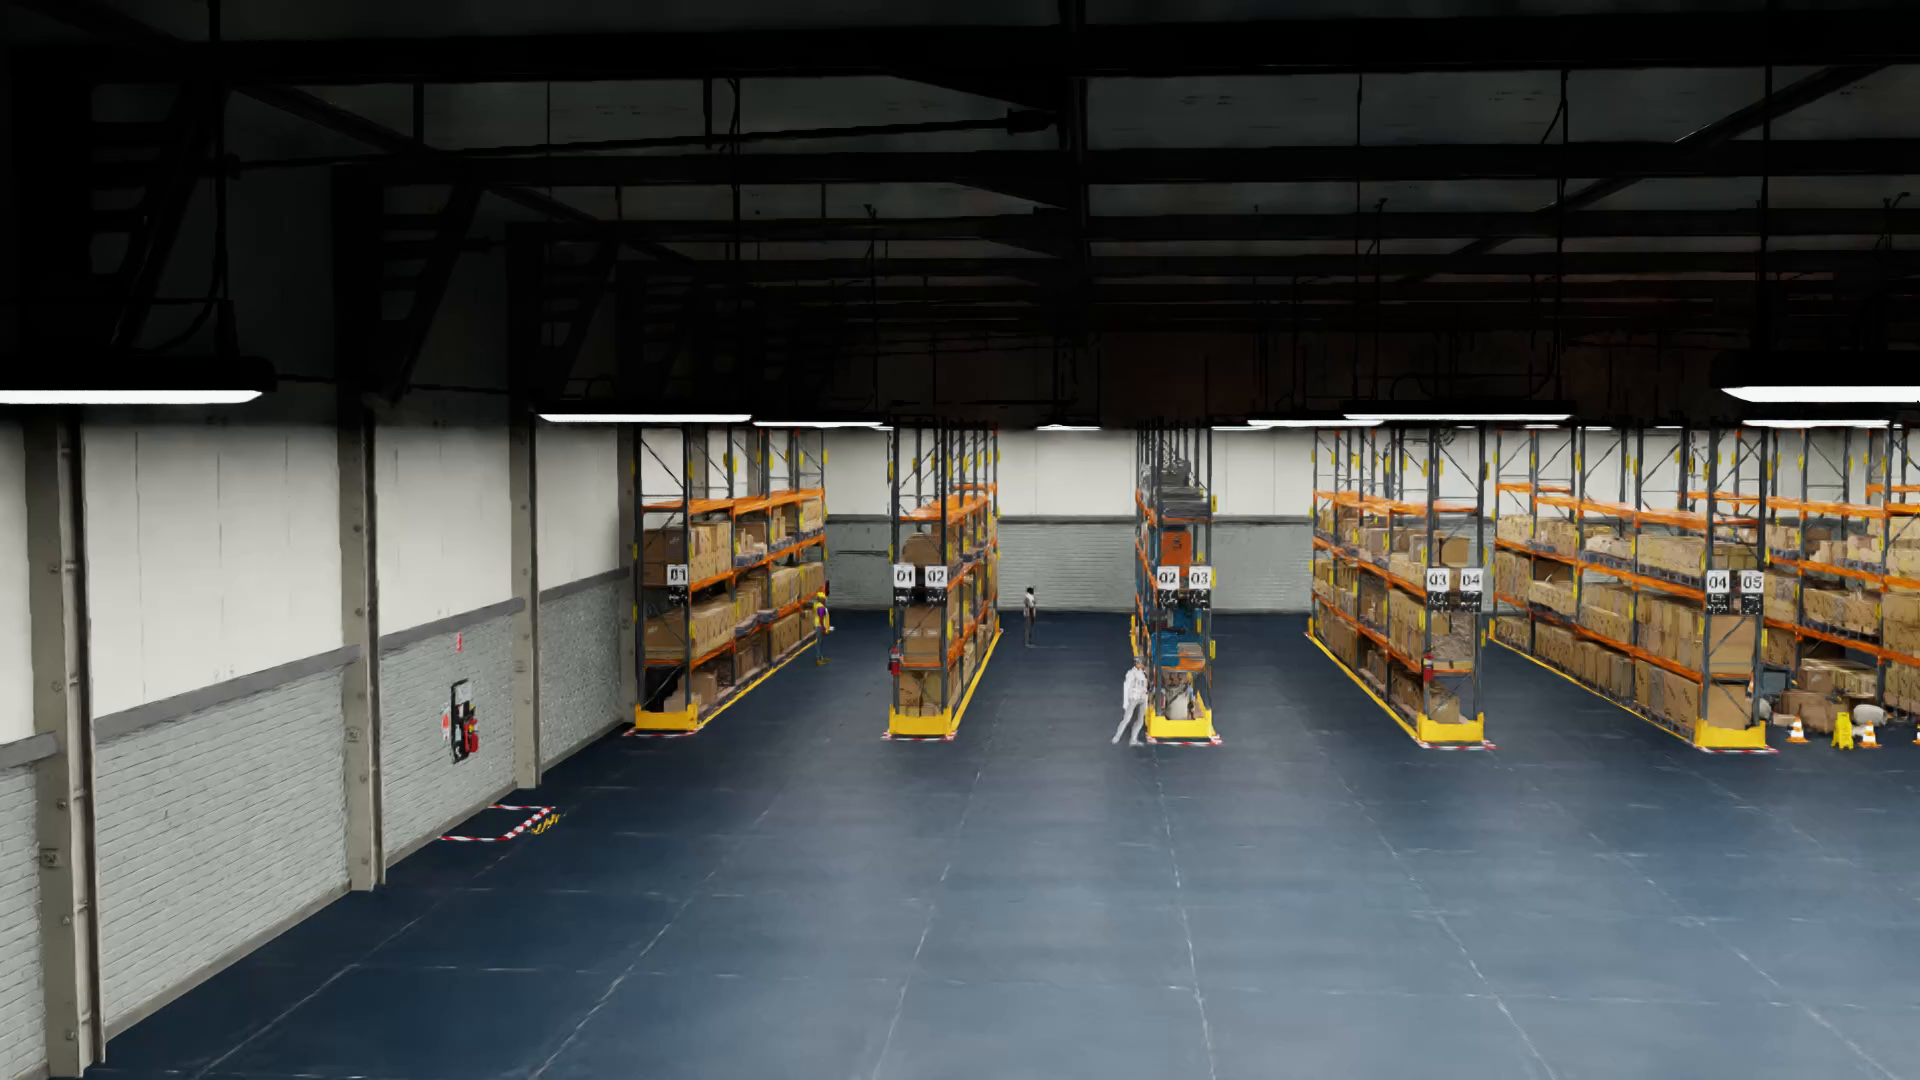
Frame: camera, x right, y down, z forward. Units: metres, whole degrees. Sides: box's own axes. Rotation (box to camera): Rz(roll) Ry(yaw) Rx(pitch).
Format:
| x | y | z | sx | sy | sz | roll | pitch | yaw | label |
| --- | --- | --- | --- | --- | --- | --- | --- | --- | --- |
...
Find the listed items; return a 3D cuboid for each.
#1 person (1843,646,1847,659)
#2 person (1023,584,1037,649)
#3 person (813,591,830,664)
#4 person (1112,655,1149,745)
| x | y | z | sx | sy | sz | roll | pitch | yaw | label |
| --- | --- | --- | --- | --- | --- | --- | --- | --- | --- |
| 21.581 | 2.179 | 40.913 | 0.494 | 1.725 | 0.578 | 3 | 5 | 34 | person |
| 1.846 | 2.015 | 43.831 | 0.345 | 1.682 | 0.540 | -1 | 4 | -9 | person |
| -3.391 | 2.145 | 40.972 | 0.464 | 1.772 | 0.645 | -1 | 4 | -16 | person |
| 3.112 | 2.922 | 30.422 | 0.659 | 1.647 | 0.509 | -3 | 5 | -36 | person |
